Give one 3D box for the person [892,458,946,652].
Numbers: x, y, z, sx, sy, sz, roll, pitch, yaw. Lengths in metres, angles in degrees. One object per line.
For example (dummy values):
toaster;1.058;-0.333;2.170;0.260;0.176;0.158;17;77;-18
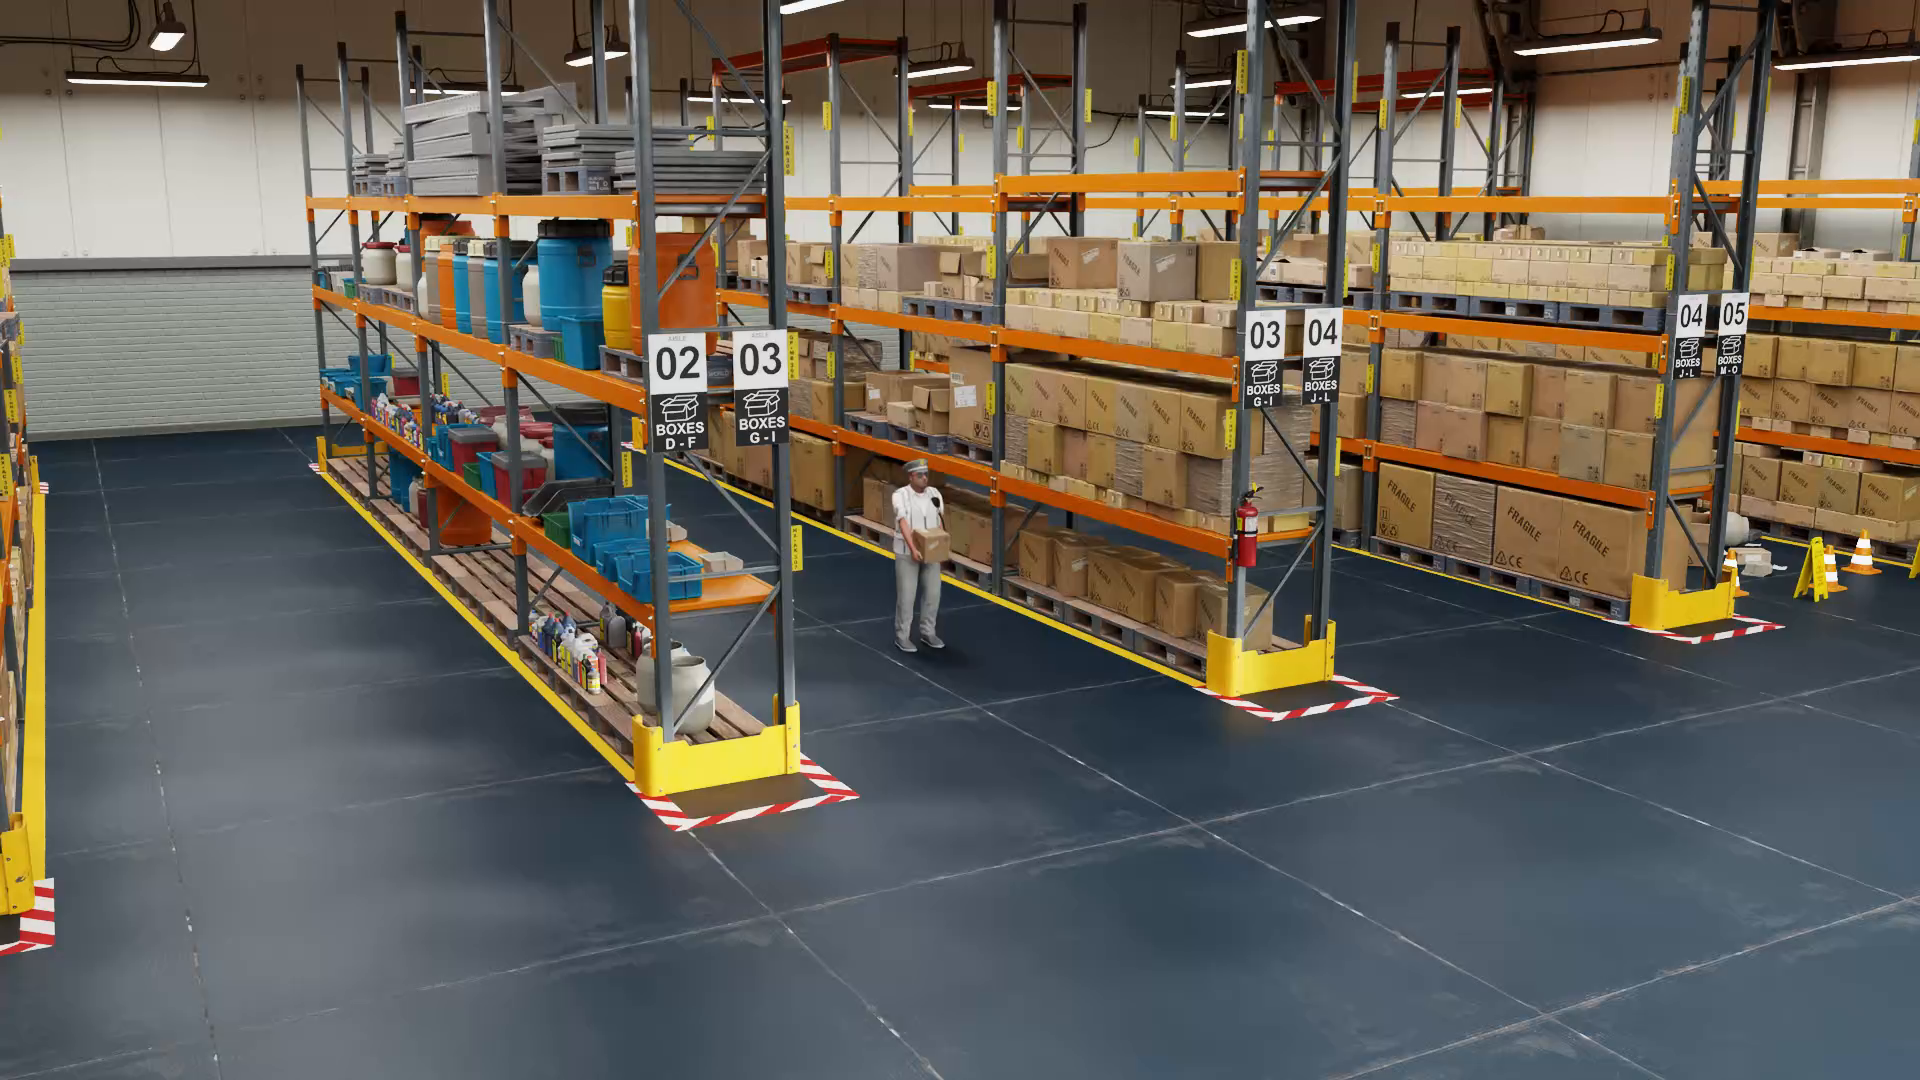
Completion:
person;-0.338;0.133;15.247;0.491;1.771;0.553;-6;13;-28
